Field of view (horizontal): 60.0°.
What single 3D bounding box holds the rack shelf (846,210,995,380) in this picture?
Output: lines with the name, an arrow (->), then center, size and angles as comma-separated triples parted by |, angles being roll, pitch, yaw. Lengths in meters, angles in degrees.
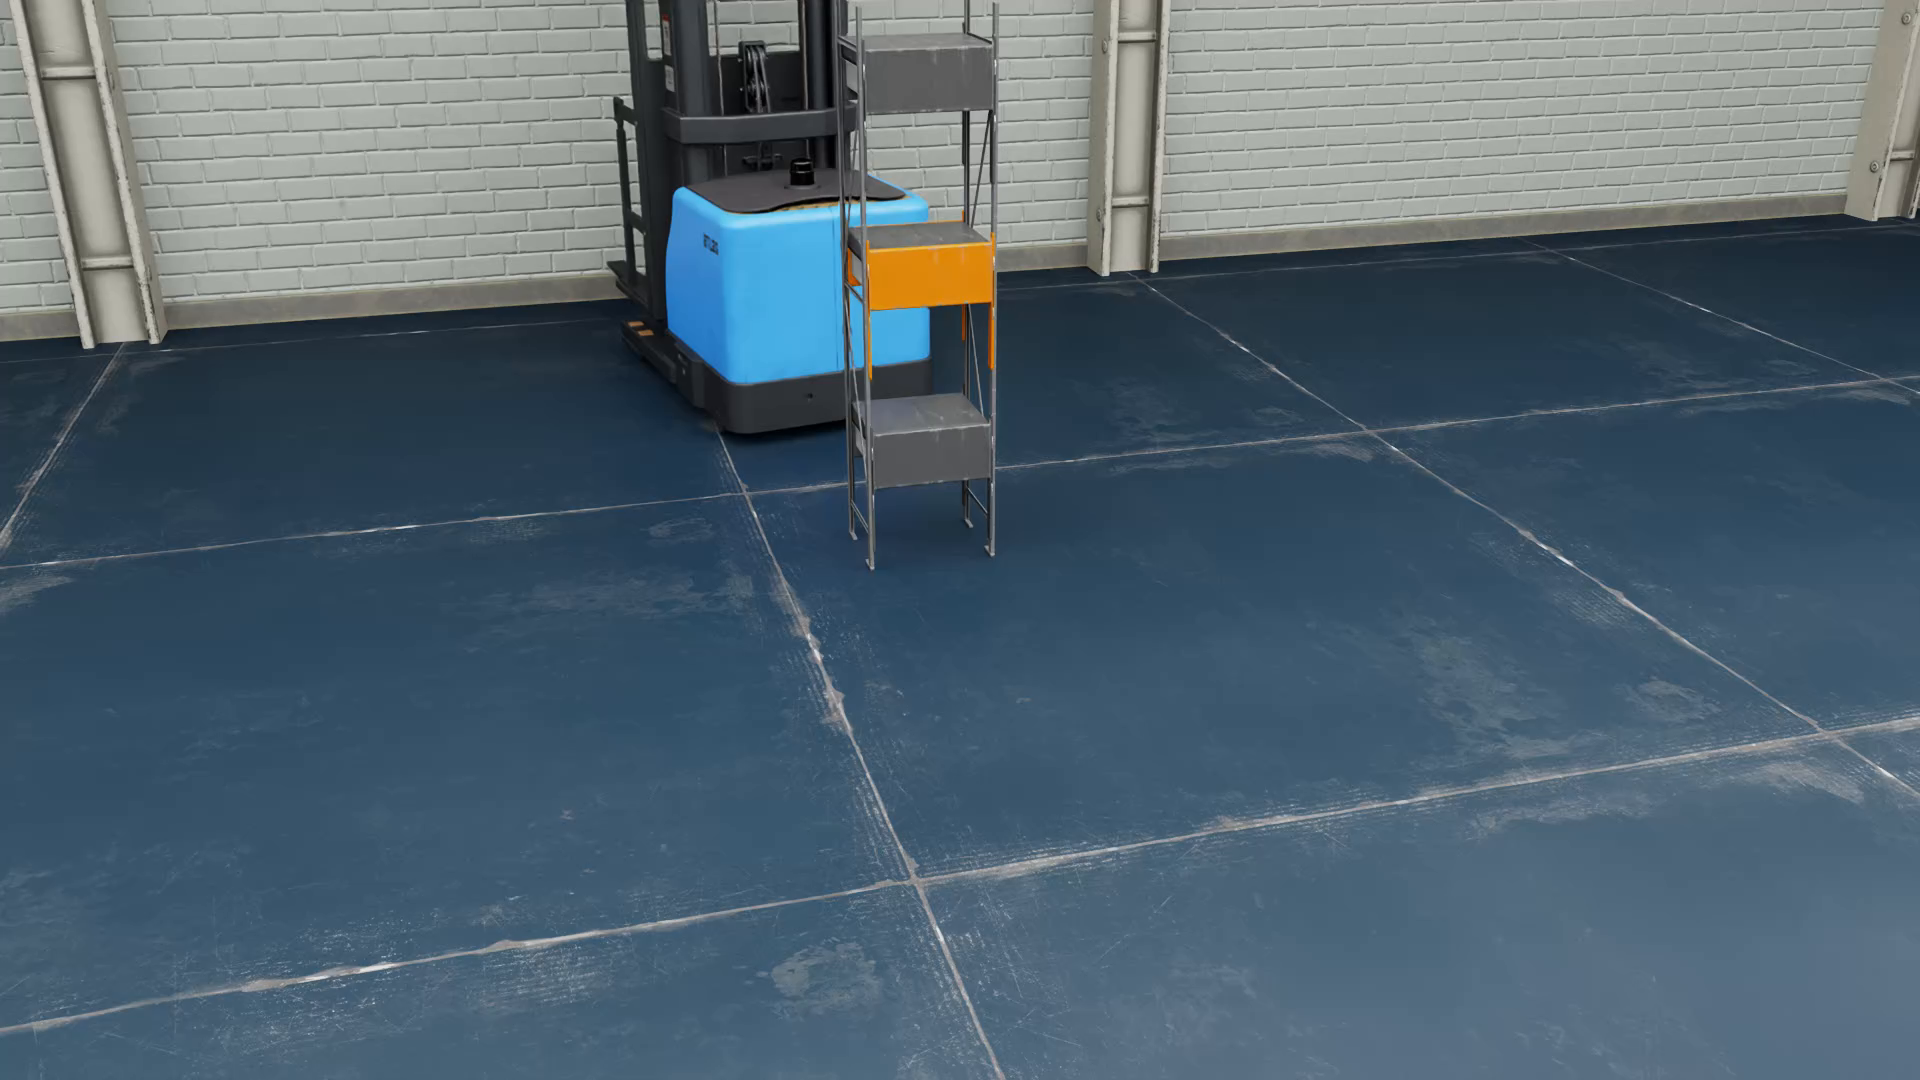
rack shelf -> -0.159, -0.935, 6.300 | 0.480, 0.518, 0.431 | -6, 24, -14

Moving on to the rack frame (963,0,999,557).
rack frame -> 0.076, -0.973, 6.355 | 0.015, 2.100, 0.400 | -6, 24, -14

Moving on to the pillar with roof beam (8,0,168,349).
pillar with roof beam -> -3.554, -3.642, 3.826 | 0.400, 9.000, 9.100 | -6, 24, -14

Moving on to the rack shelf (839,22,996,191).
rack shelf -> -0.159, -1.578, 6.024 | 0.480, 0.518, 0.431 | -6, 24, -14

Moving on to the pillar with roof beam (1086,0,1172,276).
pillar with roof beam -> 2.223, -4.281, 5.316 | 0.400, 9.000, 9.100 | -6, 24, -14

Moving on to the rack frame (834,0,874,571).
rack frame -> -0.394, -0.921, 6.234 | 0.015, 2.100, 0.400 | -6, 24, -14

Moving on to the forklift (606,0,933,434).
forklift -> -1.220, -2.387, 8.596 | 1.130, 2.935, 3.031 | -11, 25, -23

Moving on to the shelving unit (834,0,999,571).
shelving unit -> -0.159, -0.947, 6.295 | 0.503, 2.100, 0.431 | -6, 24, -14

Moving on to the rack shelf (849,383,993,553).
rack shelf -> -0.159, -0.291, 6.576 | 0.480, 0.518, 0.431 | -6, 24, -14

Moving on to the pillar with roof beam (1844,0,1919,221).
pillar with roof beam -> 8.000, -4.920, 6.805 | 0.400, 9.000, 9.100 | -6, 24, -14
